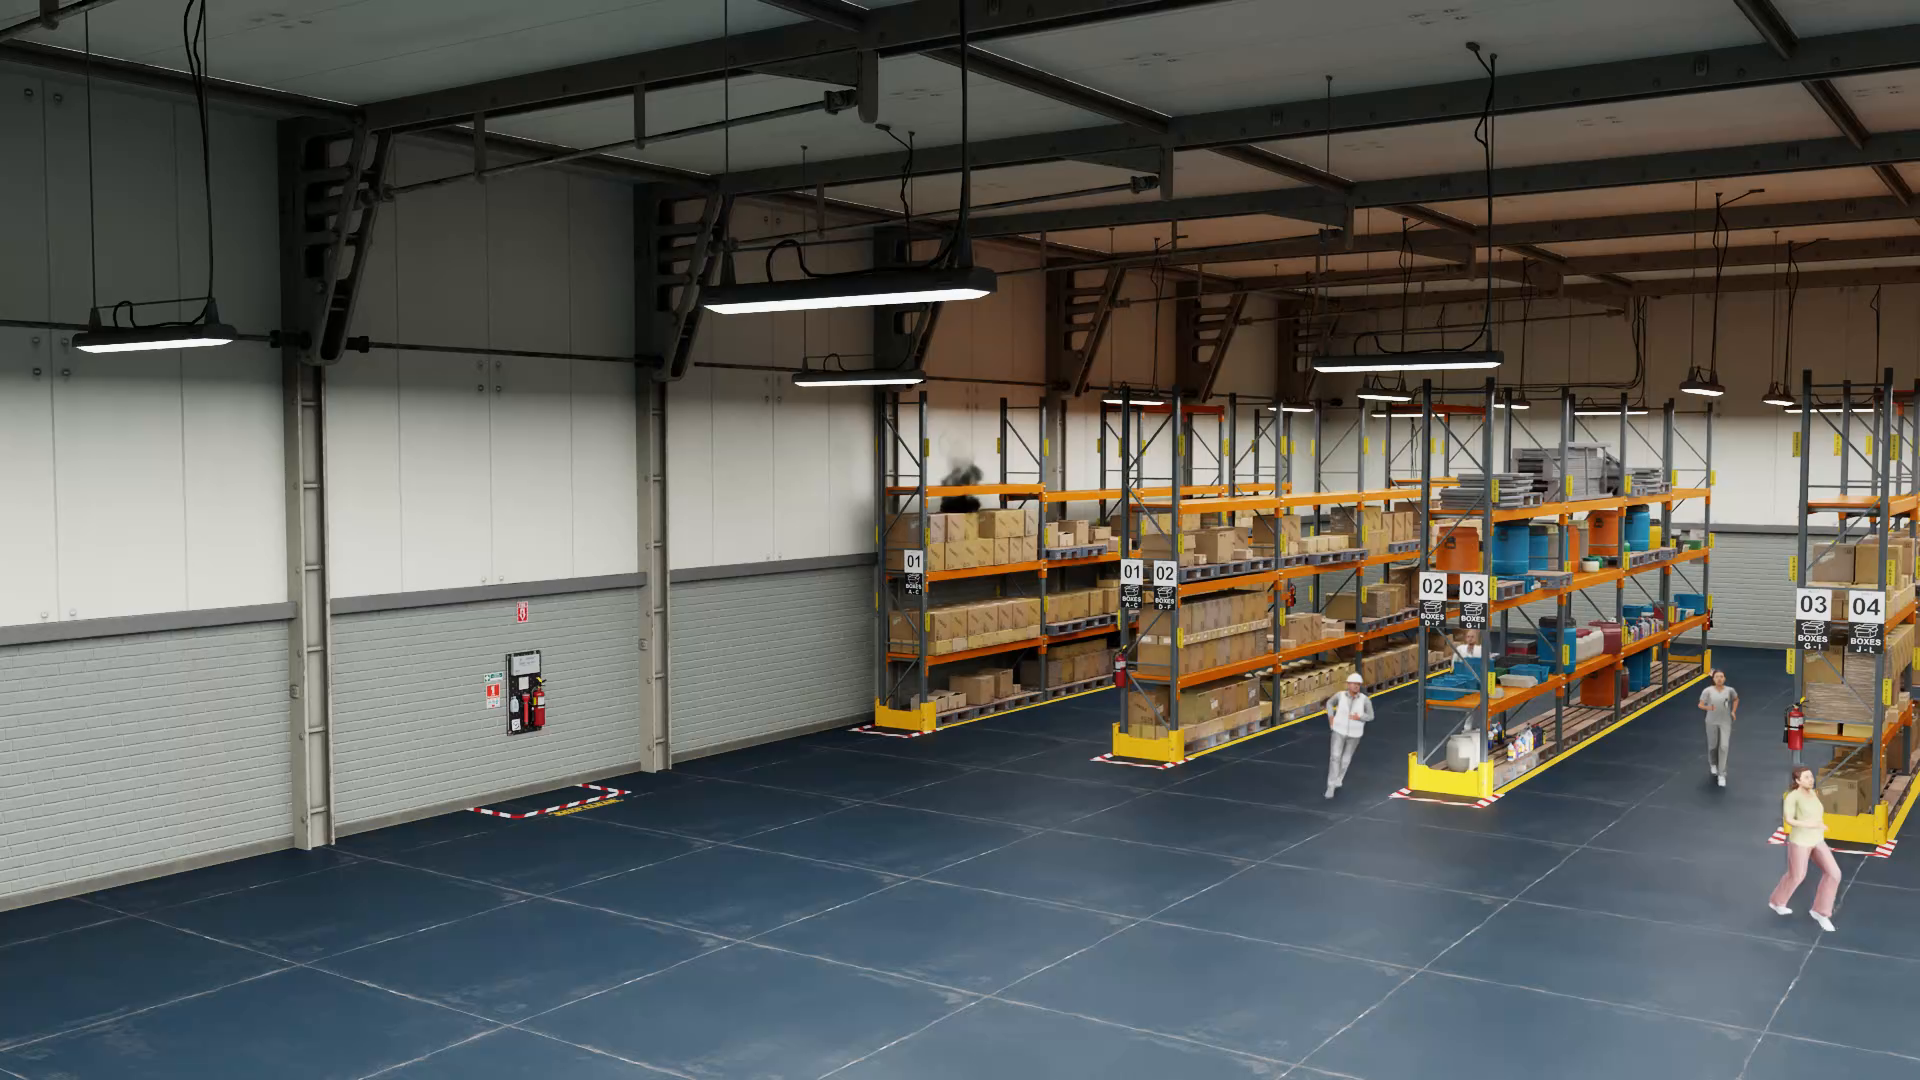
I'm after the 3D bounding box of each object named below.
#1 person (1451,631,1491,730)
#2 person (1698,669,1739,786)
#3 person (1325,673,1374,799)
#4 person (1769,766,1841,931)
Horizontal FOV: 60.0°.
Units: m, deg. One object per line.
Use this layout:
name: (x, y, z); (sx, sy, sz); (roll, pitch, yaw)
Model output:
person: (9.111, 2.495, 29.644); (0.711, 1.743, 0.756); (2, 4, 26)
person: (11.331, 2.766, 24.849); (0.565, 1.669, 0.950); (1, 3, 21)
person: (5.615, 2.798, 24.021); (0.698, 1.779, 0.875); (1, 3, 9)
person: (8.878, 3.216, 17.503); (0.579, 1.697, 0.726); (-1, 3, -20)
